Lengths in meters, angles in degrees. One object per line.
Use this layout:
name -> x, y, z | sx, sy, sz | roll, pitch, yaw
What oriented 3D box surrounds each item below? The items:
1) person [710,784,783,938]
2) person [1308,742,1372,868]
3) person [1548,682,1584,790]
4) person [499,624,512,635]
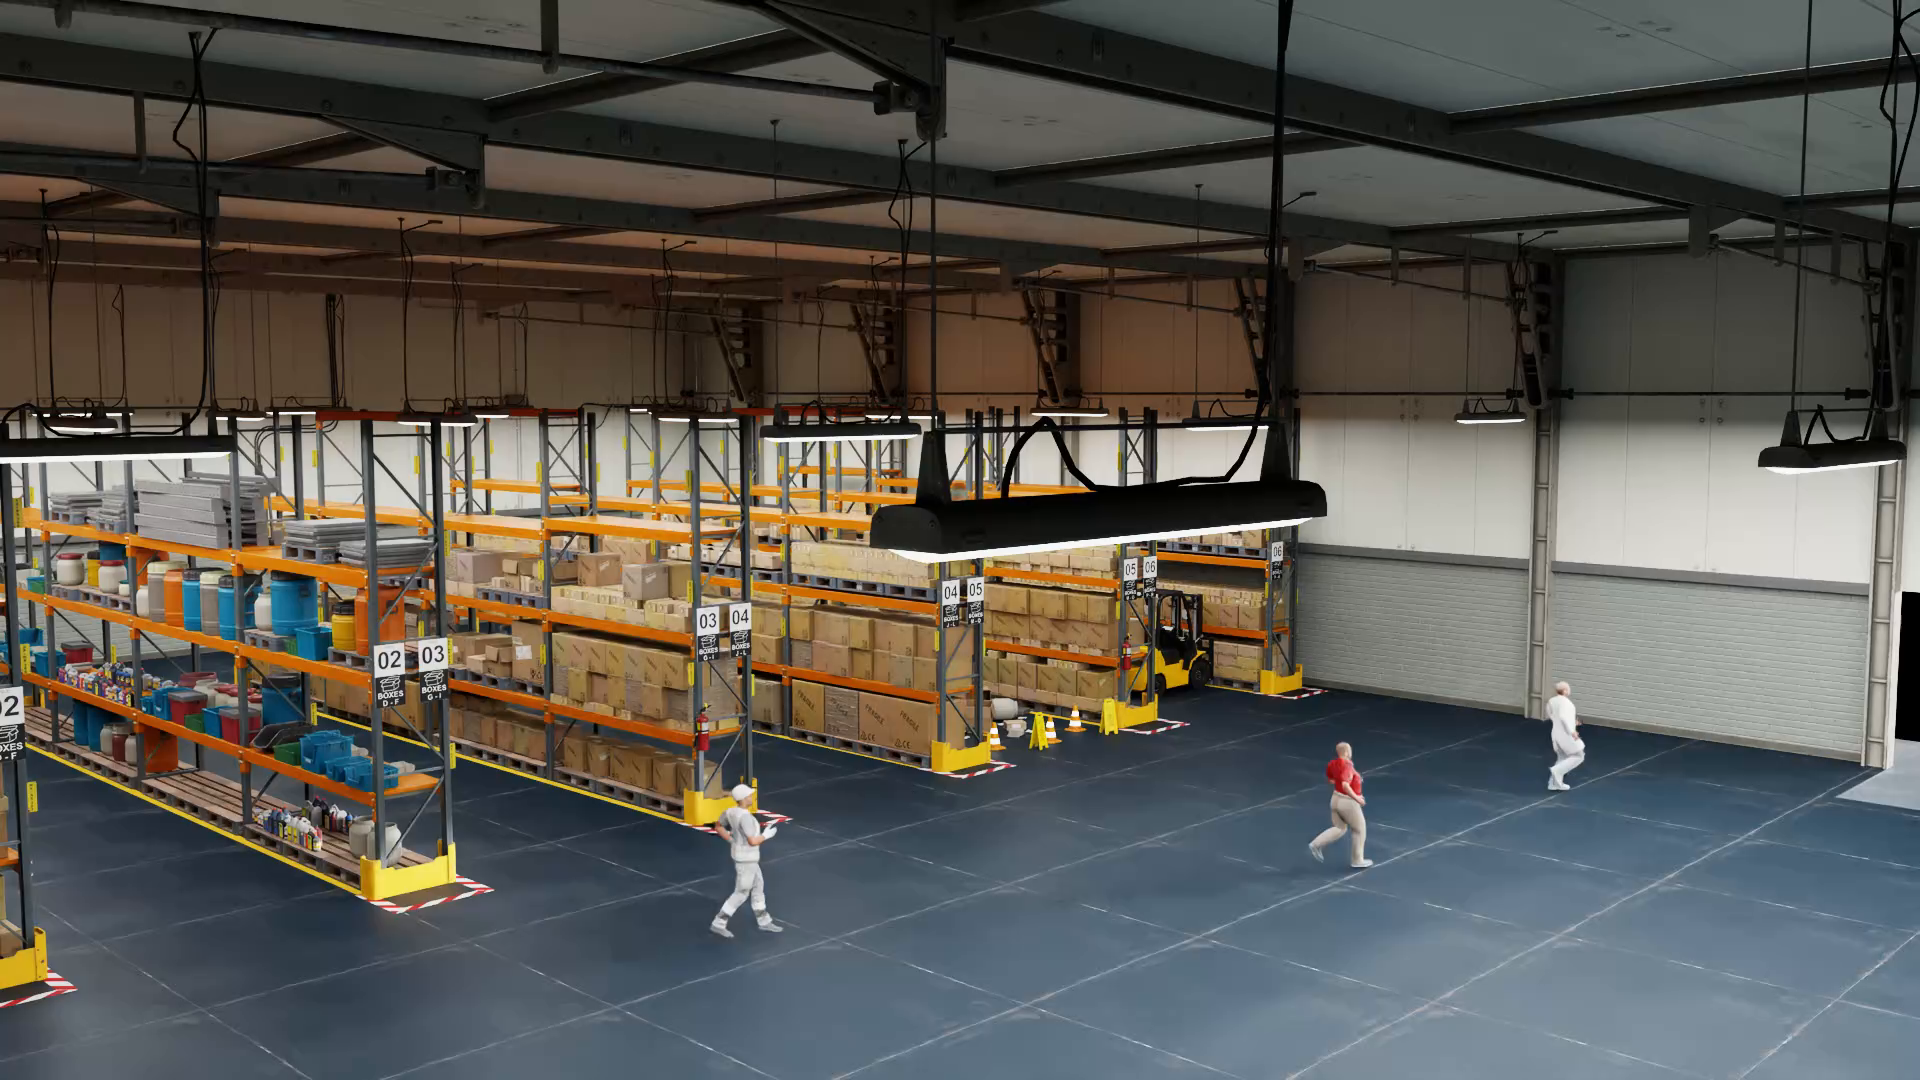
person -> -2.459, 3.702, 19.184 | 0.881, 1.800, 0.645 | -2, 5, -21
person -> 5.105, 3.522, 22.101 | 0.873, 1.694, 0.676 | -2, 5, -20
person -> 9.653, 3.119, 26.467 | 0.624, 1.735, 0.701 | -1, 5, -11
person -> -11.080, 1.911, 40.844 | 0.615, 1.683, 0.582 | 2, 5, 22
